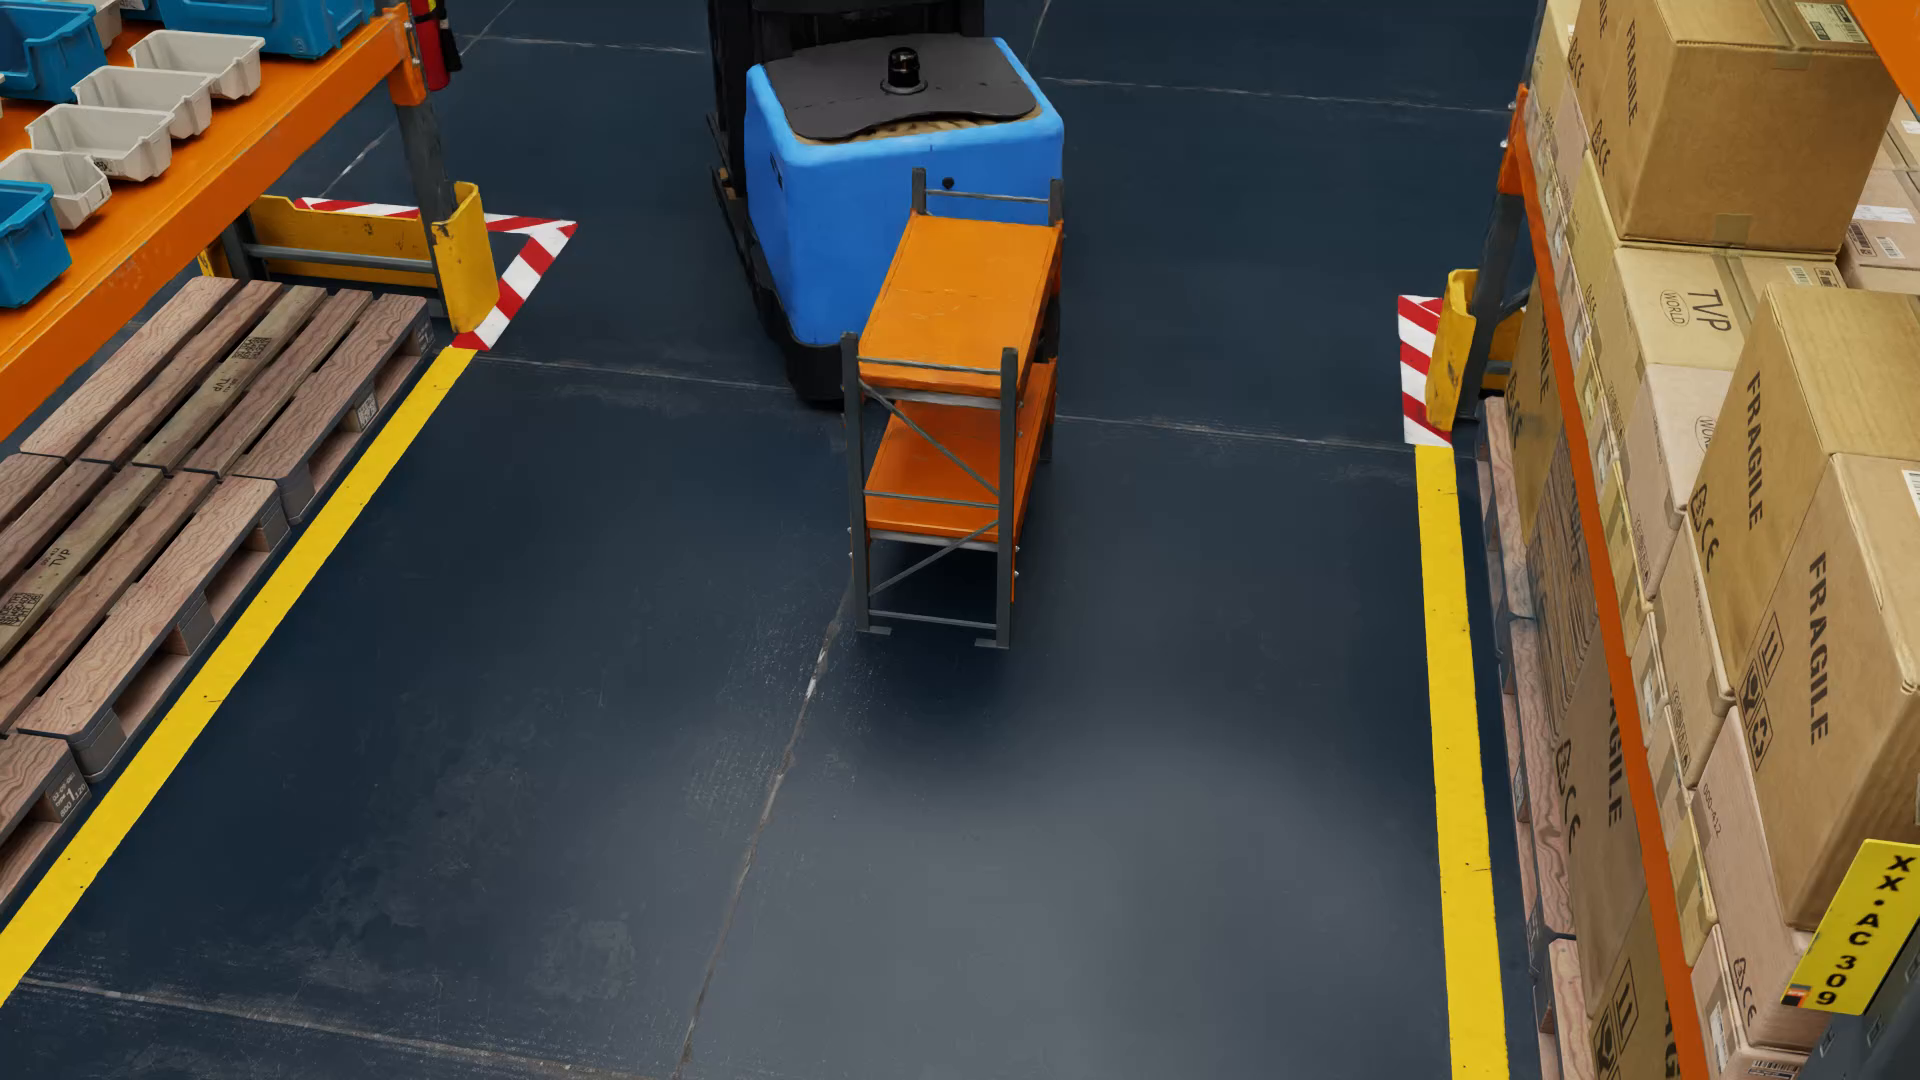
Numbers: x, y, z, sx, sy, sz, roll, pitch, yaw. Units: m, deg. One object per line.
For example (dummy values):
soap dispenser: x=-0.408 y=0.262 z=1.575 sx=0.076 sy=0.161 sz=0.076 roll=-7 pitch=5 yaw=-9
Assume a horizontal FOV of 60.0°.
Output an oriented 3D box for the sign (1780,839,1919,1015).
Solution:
sign: x=1.122 y=0.486 z=2.066 sx=0.100 sy=0.325 sz=0.005 roll=6 pitch=40 yaw=8

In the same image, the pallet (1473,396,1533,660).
pallet: x=2.300 y=-0.015 z=5.602 sx=1.003 sy=0.211 sz=1.213 roll=6 pitch=40 yaw=8

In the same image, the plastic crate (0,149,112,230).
plastic crate: x=-2.602 y=-0.990 z=4.753 sx=0.298 sy=0.136 sz=0.250 roll=6 pitch=40 yaw=8

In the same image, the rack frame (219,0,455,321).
rack frame: x=-2.517 y=-2.146 z=5.992 sx=1.000 sy=3.000 sz=0.127 roll=6 pitch=40 yaw=8

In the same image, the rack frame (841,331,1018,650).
rack frame: x=-0.087 y=-0.119 z=5.011 sx=0.500 sy=1.125 sz=0.032 roll=6 pitch=40 yaw=8

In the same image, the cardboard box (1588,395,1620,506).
cardboard box: x=1.666 y=-0.186 z=3.818 sx=0.380 sy=0.149 sz=0.250 roll=7 pitch=40 yaw=8

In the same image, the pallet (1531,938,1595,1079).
pallet: x=1.877 y=1.517 z=3.750 sx=1.003 sy=0.211 sz=1.213 roll=6 pitch=40 yaw=8

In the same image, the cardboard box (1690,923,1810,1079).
cardboard box: x=1.399 y=0.780 z=2.650 sx=0.380 sy=0.149 sz=0.250 roll=7 pitch=40 yaw=8

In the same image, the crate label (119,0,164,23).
crate label: x=-2.884 y=-1.986 z=5.882 sx=0.416 sy=0.233 sz=0.303 roll=6 pitch=40 yaw=8

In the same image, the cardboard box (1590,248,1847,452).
cardboard box: x=1.753 y=-0.415 z=3.782 sx=0.500 sy=0.250 sz=0.500 roll=6 pitch=40 yaw=7

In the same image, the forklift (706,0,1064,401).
forklift: x=-0.503 y=-2.602 z=6.597 sx=1.130 sy=2.935 sz=3.031 roll=-10 pitch=41 yaw=-12

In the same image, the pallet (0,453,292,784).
pallet: x=-2.912 y=0.205 z=5.336 sx=1.003 sy=0.211 sz=1.213 roll=6 pitch=40 yaw=8

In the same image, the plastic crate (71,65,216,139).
plastic crate: x=-2.544 y=-1.355 z=5.195 sx=0.396 sy=0.136 sz=0.243 roll=6 pitch=40 yaw=8

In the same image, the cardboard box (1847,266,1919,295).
cardboard box: x=2.276 y=-0.358 z=3.713 sx=0.500 sy=0.250 sz=0.500 roll=6 pitch=40 yaw=8

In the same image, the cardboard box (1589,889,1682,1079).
cardboard box: x=1.862 y=1.162 z=3.328 sx=0.875 sy=0.875 sz=0.875 roll=6 pitch=40 yaw=8

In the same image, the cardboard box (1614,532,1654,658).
cardboard box: x=1.577 y=0.134 z=3.431 sx=0.380 sy=0.149 sz=0.250 roll=7 pitch=40 yaw=9

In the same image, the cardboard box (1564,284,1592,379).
cardboard box: x=1.754 y=-0.509 z=4.209 sx=0.380 sy=0.149 sz=0.250 roll=6 pitch=40 yaw=7

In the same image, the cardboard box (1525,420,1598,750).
cardboard box: x=2.171 y=0.039 z=4.687 sx=0.875 sy=0.875 sz=0.875 roll=6 pitch=40 yaw=8

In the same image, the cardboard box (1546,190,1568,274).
cardboard box: x=1.844 y=-0.831 z=4.598 sx=0.380 sy=0.149 sz=0.250 roll=6 pitch=40 yaw=7

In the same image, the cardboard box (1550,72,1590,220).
cardboard box: x=1.928 y=-1.058 z=4.560 sx=0.500 sy=0.250 sz=0.500 roll=6 pitch=40 yaw=7

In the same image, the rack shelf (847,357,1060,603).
rack shelf: x=0.001 y=-0.249 z=5.552 sx=0.538 sy=0.278 sz=1.000 roll=6 pitch=40 yaw=8

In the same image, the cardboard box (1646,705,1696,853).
cardboard box: x=1.488 y=0.457 z=3.040 sx=0.380 sy=0.149 sz=0.250 roll=6 pitch=40 yaw=7

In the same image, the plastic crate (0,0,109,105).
plastic crate: x=-2.998 y=-1.573 z=5.383 sx=0.416 sy=0.233 sz=0.300 roll=6 pitch=40 yaw=8

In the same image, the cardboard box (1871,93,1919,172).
cardboard box: x=2.450 y=-1.005 z=4.496 sx=0.500 sy=0.250 sz=0.500 roll=6 pitch=40 yaw=7

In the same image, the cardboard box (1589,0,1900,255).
cardboard box: x=1.842 y=-1.035 z=3.943 sx=0.500 sy=0.500 sz=0.500 roll=5 pitch=40 yaw=6

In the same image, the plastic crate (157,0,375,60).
plastic crate: x=-2.391 y=-1.952 z=5.682 sx=0.616 sy=0.435 sz=0.499 roll=6 pitch=40 yaw=8

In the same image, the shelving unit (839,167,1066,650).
shelving unit: x=0.001 y=-0.438 z=5.397 sx=0.538 sy=1.125 sz=1.048 roll=6 pitch=40 yaw=8

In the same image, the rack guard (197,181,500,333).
rack guard: x=-2.526 y=-1.199 z=6.808 sx=1.175 sy=0.500 sz=0.348 roll=6 pitch=40 yaw=8

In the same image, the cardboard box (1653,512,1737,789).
cardboard box: x=1.574 y=0.223 z=3.011 sx=0.500 sy=0.250 sz=0.500 roll=8 pitch=40 yaw=9

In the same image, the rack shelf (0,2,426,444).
rack shelf: x=-2.863 y=-0.614 z=4.703 sx=1.077 sy=0.370 sz=4.000 roll=6 pitch=40 yaw=8

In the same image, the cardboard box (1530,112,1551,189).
cardboard box: x=1.931 y=-1.155 z=4.991 sx=0.380 sy=0.149 sz=0.250 roll=6 pitch=40 yaw=7

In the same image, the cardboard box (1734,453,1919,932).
cardboard box: x=1.485 y=0.247 z=2.393 sx=0.500 sy=0.500 sz=0.500 roll=7 pitch=40 yaw=9
